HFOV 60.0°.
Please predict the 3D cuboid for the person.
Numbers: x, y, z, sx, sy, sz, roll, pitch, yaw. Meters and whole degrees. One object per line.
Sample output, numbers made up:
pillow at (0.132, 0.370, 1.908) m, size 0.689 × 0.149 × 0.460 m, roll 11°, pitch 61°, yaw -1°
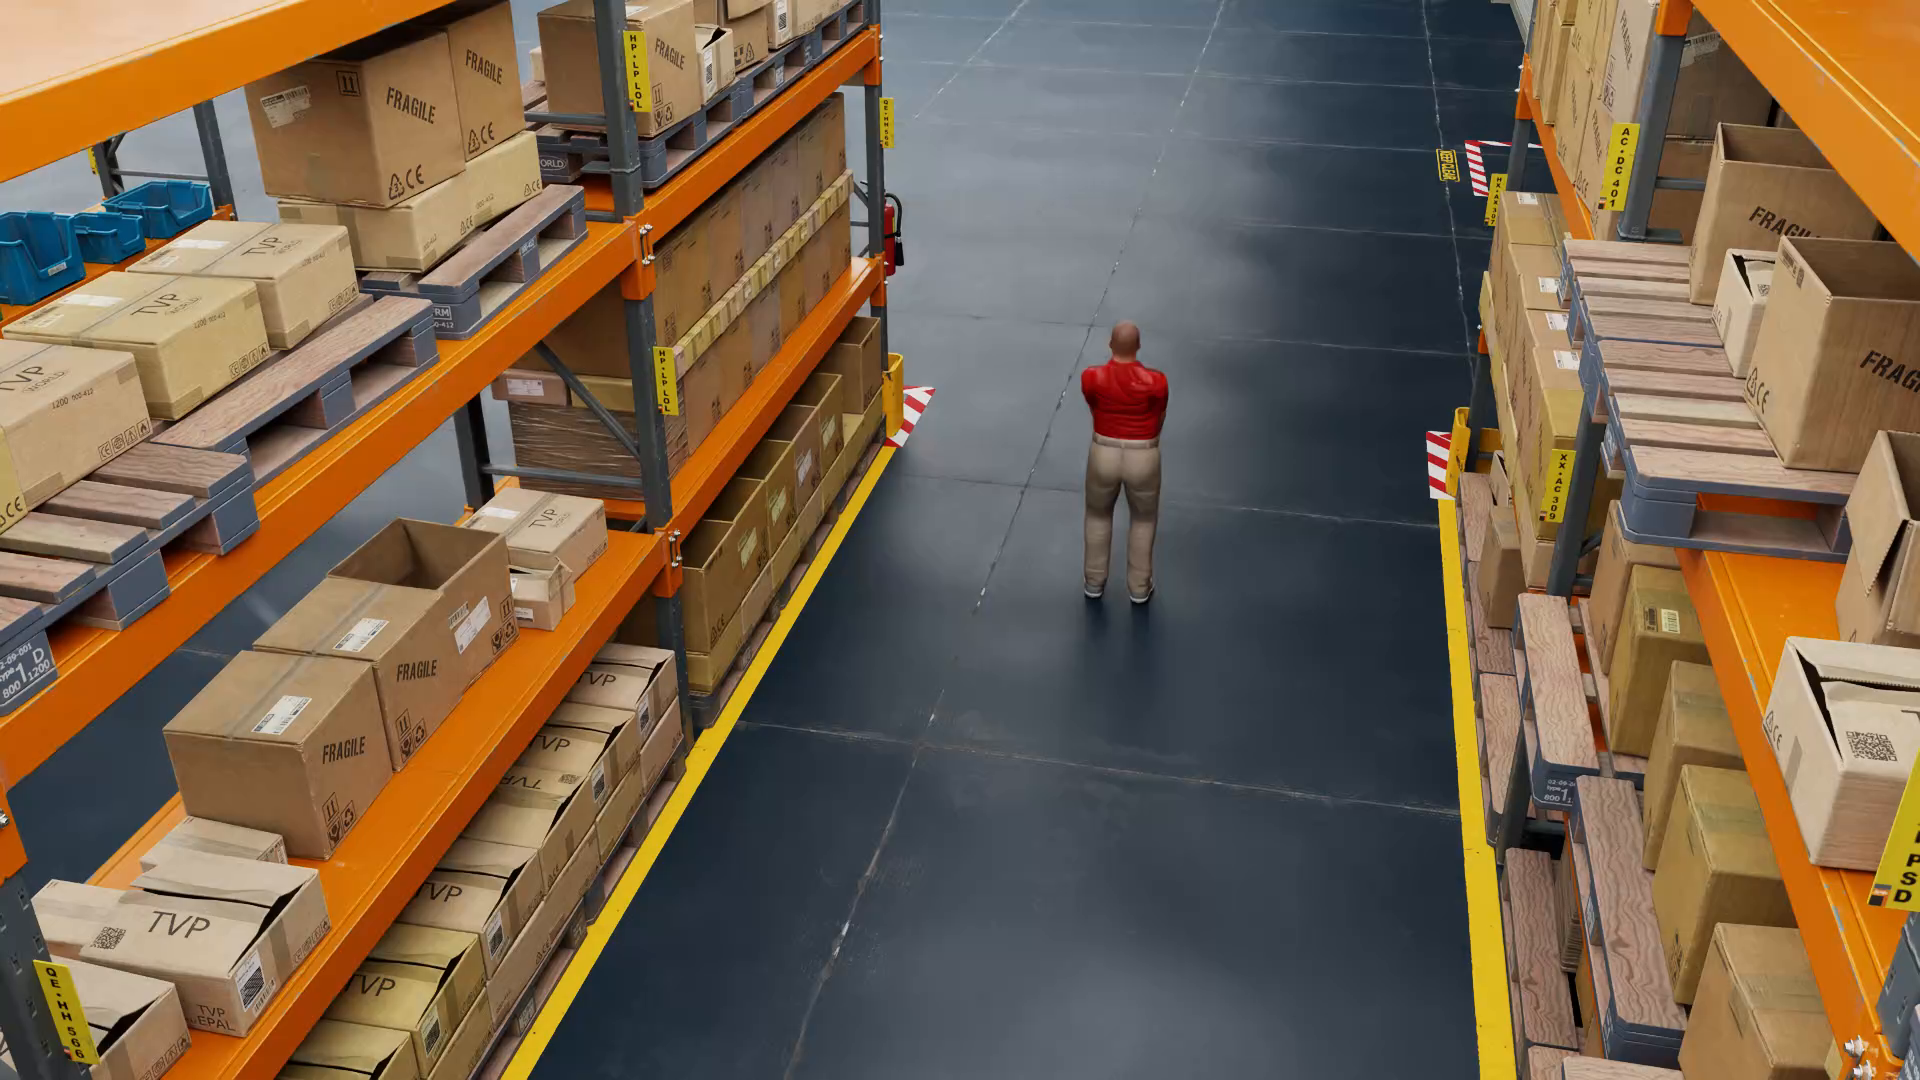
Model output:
person at (0.916, -0.457, 9.474) m, size 0.606 × 1.726 × 0.399 m, roll 4°, pitch 29°, yaw 8°
